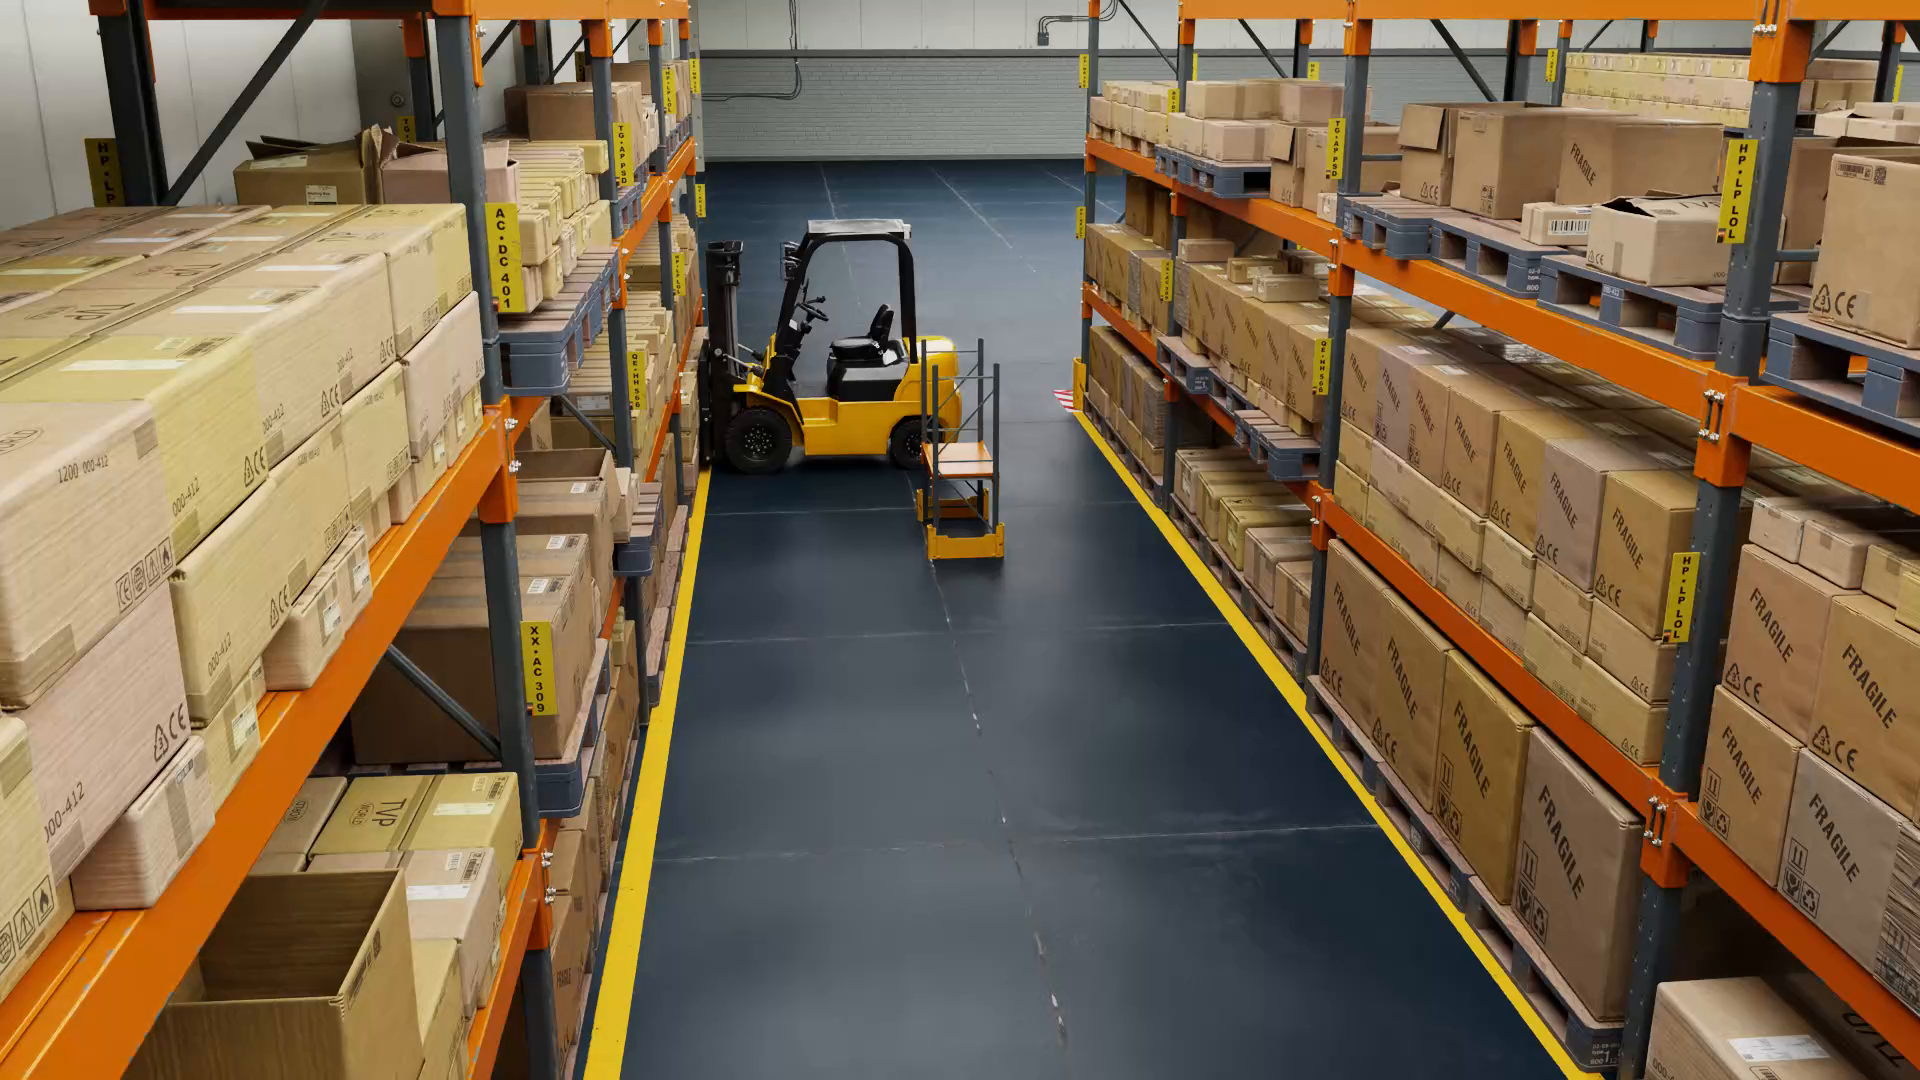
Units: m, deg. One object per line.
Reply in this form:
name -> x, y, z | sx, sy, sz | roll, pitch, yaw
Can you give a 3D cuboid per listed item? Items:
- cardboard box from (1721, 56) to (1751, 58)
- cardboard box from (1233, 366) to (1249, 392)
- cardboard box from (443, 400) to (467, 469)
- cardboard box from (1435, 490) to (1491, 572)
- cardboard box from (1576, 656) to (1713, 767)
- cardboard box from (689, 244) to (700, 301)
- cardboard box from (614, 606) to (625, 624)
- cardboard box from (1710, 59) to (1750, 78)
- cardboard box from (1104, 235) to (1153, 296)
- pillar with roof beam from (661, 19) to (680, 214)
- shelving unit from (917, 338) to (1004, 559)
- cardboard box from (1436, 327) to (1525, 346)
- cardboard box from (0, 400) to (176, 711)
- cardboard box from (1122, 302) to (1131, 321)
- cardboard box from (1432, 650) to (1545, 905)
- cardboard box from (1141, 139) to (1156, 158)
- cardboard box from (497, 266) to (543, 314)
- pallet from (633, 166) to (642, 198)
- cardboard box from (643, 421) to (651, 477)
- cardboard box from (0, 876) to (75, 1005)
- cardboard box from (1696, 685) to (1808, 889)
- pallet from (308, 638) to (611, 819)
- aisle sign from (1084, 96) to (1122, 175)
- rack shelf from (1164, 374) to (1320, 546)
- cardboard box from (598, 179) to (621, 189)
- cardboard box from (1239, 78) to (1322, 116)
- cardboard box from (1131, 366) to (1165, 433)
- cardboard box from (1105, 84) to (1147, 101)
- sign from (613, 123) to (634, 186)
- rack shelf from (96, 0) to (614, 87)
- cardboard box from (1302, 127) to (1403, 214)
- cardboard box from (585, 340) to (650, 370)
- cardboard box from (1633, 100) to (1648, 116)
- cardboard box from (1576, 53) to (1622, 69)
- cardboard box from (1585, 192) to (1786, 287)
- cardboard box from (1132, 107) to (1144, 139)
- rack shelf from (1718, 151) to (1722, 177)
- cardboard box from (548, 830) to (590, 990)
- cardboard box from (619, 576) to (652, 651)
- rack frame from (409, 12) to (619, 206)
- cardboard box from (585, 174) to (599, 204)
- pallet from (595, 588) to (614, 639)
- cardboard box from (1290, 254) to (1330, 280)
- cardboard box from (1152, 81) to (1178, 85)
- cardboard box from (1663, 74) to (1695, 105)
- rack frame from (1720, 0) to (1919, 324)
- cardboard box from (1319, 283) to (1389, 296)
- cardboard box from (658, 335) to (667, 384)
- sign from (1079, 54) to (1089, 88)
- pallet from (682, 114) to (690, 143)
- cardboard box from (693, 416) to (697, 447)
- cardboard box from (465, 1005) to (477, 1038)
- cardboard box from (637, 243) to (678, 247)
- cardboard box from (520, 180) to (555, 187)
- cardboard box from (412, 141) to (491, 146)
cardboard box -> 7.259, -4.384, 15.345 | 0.380, 0.149, 0.250 | -2, 18, -6
cardboard box -> 2.108, -1.127, 11.478 | 0.380, 0.149, 0.250 | -2, 18, -7
cardboard box -> -1.556, -0.291, 4.508 | 0.380, 0.149, 0.250 | -2, 18, -6
cardboard box -> 2.552, -0.051, 7.748 | 0.500, 0.250, 0.500 | -1, 17, -5
cardboard box -> 2.730, 0.640, 6.380 | 0.500, 0.250, 0.500 | -2, 18, -7
cardboard box -> -2.835, -2.635, 16.397 | 0.500, 0.500, 0.500 | -2, 18, -7
cardboard box -> -2.019, 0.479, 9.031 | 0.380, 0.149, 0.250 | -3, 18, -8
cardboard box -> 6.709, -4.061, 14.317 | 0.380, 0.149, 0.250 | -2, 18, -6
cardboard box -> 1.673, -2.615, 15.834 | 0.500, 0.500, 0.500 | -2, 18, -7
pillar with roof beam -> -1.546, -10.849, 32.710 | 9.100, 9.000, 0.400 | -2, 18, -6
shelving unit -> -0.008, -0.738, 13.025 | 0.587, 1.500, 1.083 | -2, 18, -6
cardboard box -> 2.928, -0.876, 9.123 | 0.500, 0.500, 0.500 | -2, 18, -7
cardboard box -> -1.327, 0.009, 2.053 | 0.500, 0.250, 0.500 | -2, 18, -6
cardboard box -> 1.699, -2.111, 15.311 | 0.380, 0.149, 0.250 | -2, 18, -5
cardboard box -> 2.783, 1.057, 7.649 | 0.875, 0.875, 0.875 | -1, 17, -4
cardboard box -> 1.774, -3.392, 14.384 | 0.380, 0.149, 0.250 | -1, 17, -4
cardboard box -> -1.545, -0.812, 5.298 | 0.380, 0.149, 0.250 | -2, 17, -5
pallet -> -2.599, -2.216, 10.536 | 1.003, 0.211, 1.213 | -1, 17, -3
cardboard box -> -2.172, -0.561, 10.206 | 0.500, 0.250, 0.500 | -2, 18, -7
cardboard box -> -1.361, 0.473, 2.074 | 0.380, 0.149, 0.250 | -2, 18, -5
cardboard box -> 2.815, 0.795, 5.471 | 0.500, 0.500, 0.500 | -1, 17, -4
pallet -> -1.883, 0.699, 6.263 | 1.003, 0.211, 1.213 | -2, 18, -6
aisle sign -> 1.475, -4.130, 16.984 | 0.394, 0.787, 0.004 | -2, 18, -6
rack shelf -> 2.409, -0.750, 11.758 | 1.077, 0.370, 4.000 | -2, 18, -6
cardboard box -> -2.056, -2.024, 9.129 | 0.380, 0.166, 0.250 | -2, 18, -6
cardboard box -> 2.389, -3.319, 12.447 | 0.500, 0.250, 0.500 | -1, 17, -4
cardboard box -> 1.820, -1.255, 14.803 | 0.500, 0.500, 0.500 | -1, 17, -5
cardboard box -> 1.582, -4.232, 15.730 | 0.380, 0.149, 0.250 | -2, 18, -6
sign -> -1.782, -2.037, 8.785 | 0.100, 0.325, 0.005 | -2, 18, -6
rack shelf -> -2.116, -2.075, 6.632 | 1.077, 0.370, 4.000 | -2, 18, -6
cardboard box -> 2.527, -2.259, 10.189 | 0.700, 0.500, 0.500 | -2, 18, -6
cardboard box -> -2.206, -1.188, 10.704 | 0.380, 0.149, 0.250 | -1, 17, -4
cardboard box -> 6.576, -4.059, 15.642 | 0.380, 0.149, 0.250 | -2, 18, -5
cardboard box -> 6.446, -4.819, 16.733 | 0.380, 0.149, 0.250 | -2, 18, -5
cardboard box -> 2.728, -1.150, 6.274 | 0.500, 0.311, 0.500 | -2, 18, -6
cardboard box -> 1.798, -3.616, 14.434 | 0.500, 0.250, 0.500 | -2, 18, -7
rack shelf -> 6.909, -3.556, 15.688 | 1.077, 0.370, 4.000 | -2, 18, -6
cardboard box -> -1.800, 1.532, 6.762 | 0.500, 0.500, 0.500 | -2, 18, -6
cardboard box -> -2.373, 0.404, 10.147 | 0.875, 0.625, 0.625 | -1, 17, -4
rack frame -> -2.322, -3.205, 8.362 | 1.000, 3.000, 0.127 | -2, 18, -6
cardboard box -> -2.046, -1.794, 8.461 | 0.380, 0.149, 0.250 | -1, 17, -5
pallet -> -2.117, 0.328, 7.444 | 1.003, 0.211, 1.213 | -2, 18, -6
cardboard box -> 2.610, -1.972, 12.003 | 0.380, 0.149, 0.250 | -3, 18, -8
cardboard box -> 2.118, -4.481, 16.522 | 0.380, 0.149, 0.250 | -2, 18, -5
cardboard box -> 6.708, -4.060, 14.979 | 0.500, 0.250, 0.500 | -2, 18, -6
rack frame -> 3.027, -2.168, 5.058 | 1.000, 3.000, 0.127 | -2, 18, -6
cardboard box -> 2.633, -1.491, 11.553 | 0.500, 0.500, 0.500 | -2, 18, -8
cardboard box -> -2.322, -1.257, 11.590 | 0.500, 0.250, 0.500 | -1, 17, -5
sign -> 1.250, -4.712, 16.711 | 0.100, 0.325, 0.005 | -2, 18, -6
pallet -> -3.100, -3.904, 15.743 | 1.003, 0.211, 1.213 | -2, 18, -6
cardboard box -> -2.531, -0.965, 14.298 | 0.500, 0.250, 0.500 | -2, 18, -6
cardboard box -> -1.526, 1.289, 4.484 | 0.380, 0.149, 0.250 | -1, 17, -4
cardboard box -> -2.602, -2.445, 14.210 | 0.380, 0.149, 0.250 | -2, 18, -7
cardboard box -> -1.724, -1.259, 6.227 | 0.380, 0.149, 0.250 | -2, 17, -5
cardboard box -> -2.559, -1.916, 8.353 | 0.380, 0.149, 0.250 | -2, 18, -8
